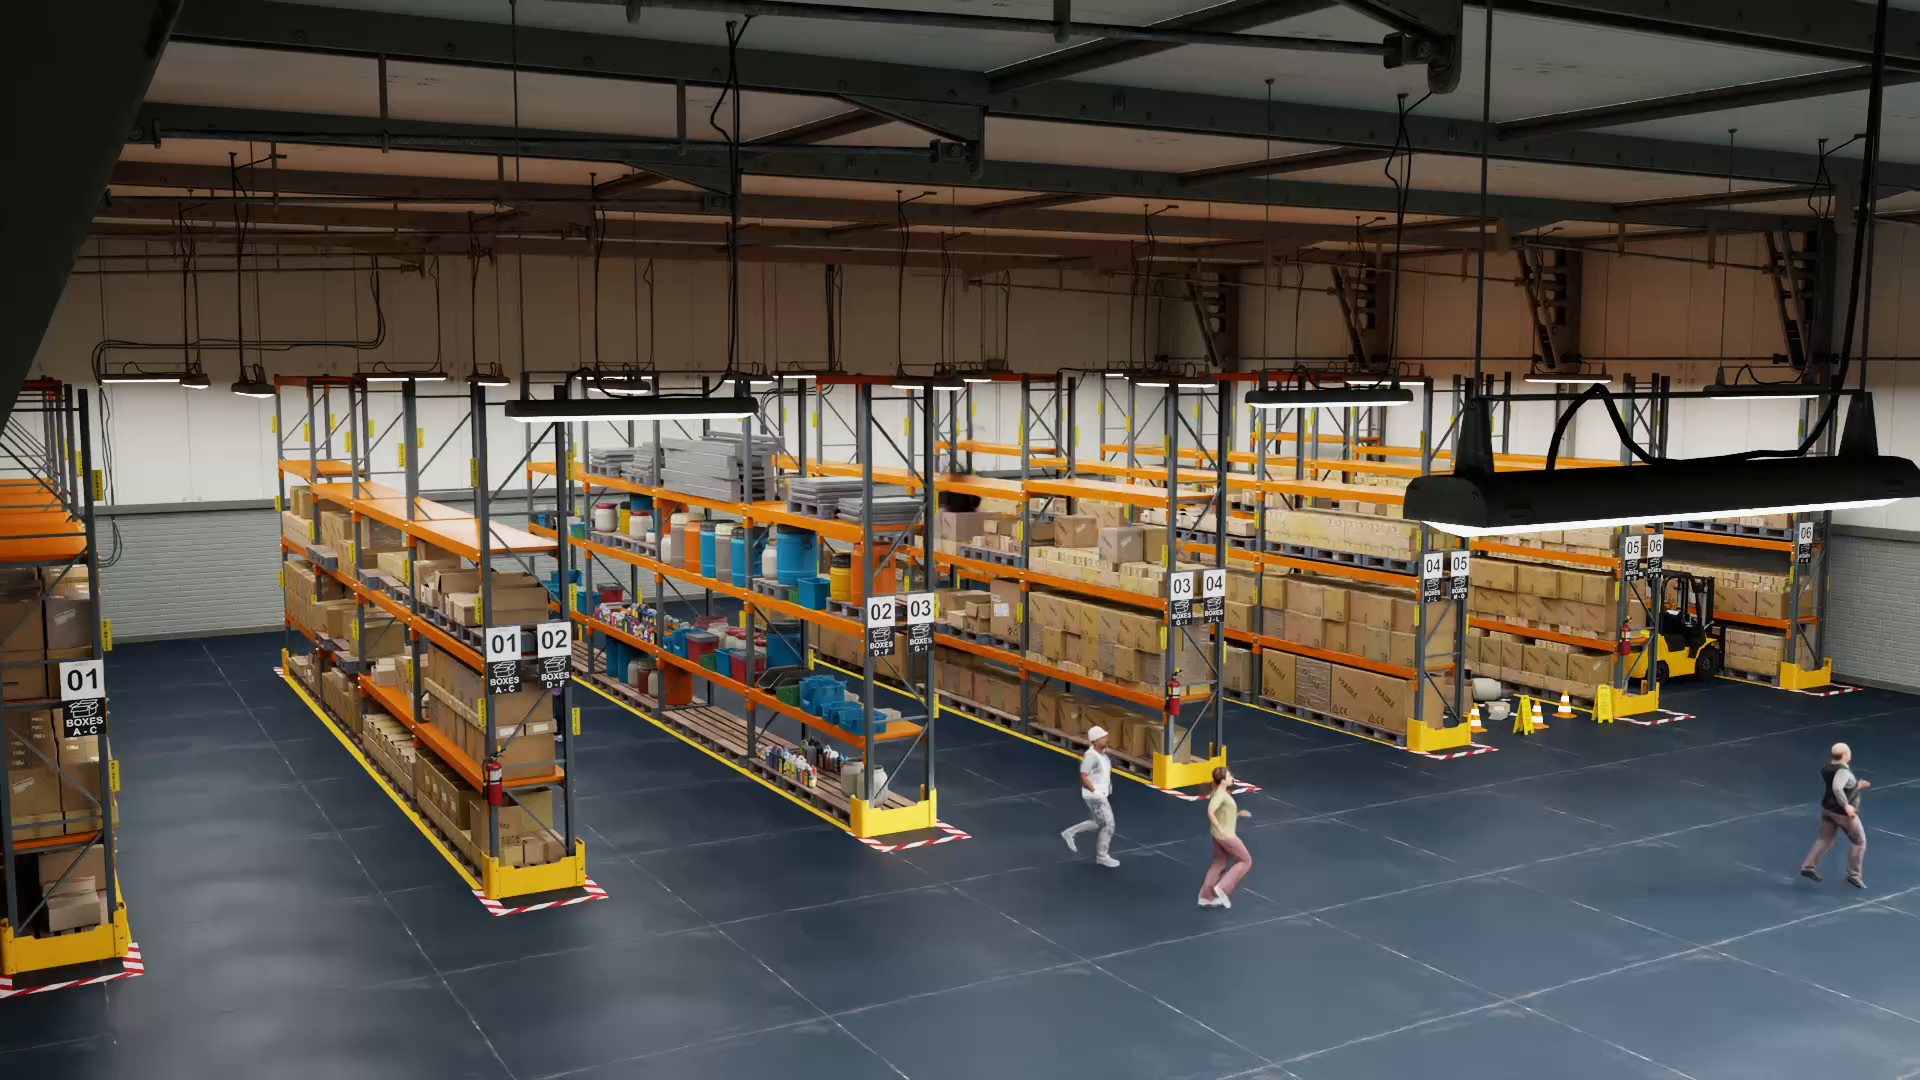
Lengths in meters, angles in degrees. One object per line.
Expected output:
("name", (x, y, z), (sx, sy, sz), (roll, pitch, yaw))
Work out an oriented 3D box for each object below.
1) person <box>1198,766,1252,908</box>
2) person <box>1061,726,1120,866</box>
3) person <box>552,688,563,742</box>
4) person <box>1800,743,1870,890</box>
("person", (3.055, 3.409, 19.122), (0.626, 1.638, 0.558), (-1, 6, -7))
("person", (1.661, 3.195, 20.824), (0.706, 1.753, 0.700), (1, 6, 10))
("person", (-6.687, 2.550, 27.548), (0.549, 1.552, 0.556), (-5, 8, -40))
("person", (10.491, 3.305, 19.864), (0.778, 1.782, 0.629), (-1, 6, -8))
